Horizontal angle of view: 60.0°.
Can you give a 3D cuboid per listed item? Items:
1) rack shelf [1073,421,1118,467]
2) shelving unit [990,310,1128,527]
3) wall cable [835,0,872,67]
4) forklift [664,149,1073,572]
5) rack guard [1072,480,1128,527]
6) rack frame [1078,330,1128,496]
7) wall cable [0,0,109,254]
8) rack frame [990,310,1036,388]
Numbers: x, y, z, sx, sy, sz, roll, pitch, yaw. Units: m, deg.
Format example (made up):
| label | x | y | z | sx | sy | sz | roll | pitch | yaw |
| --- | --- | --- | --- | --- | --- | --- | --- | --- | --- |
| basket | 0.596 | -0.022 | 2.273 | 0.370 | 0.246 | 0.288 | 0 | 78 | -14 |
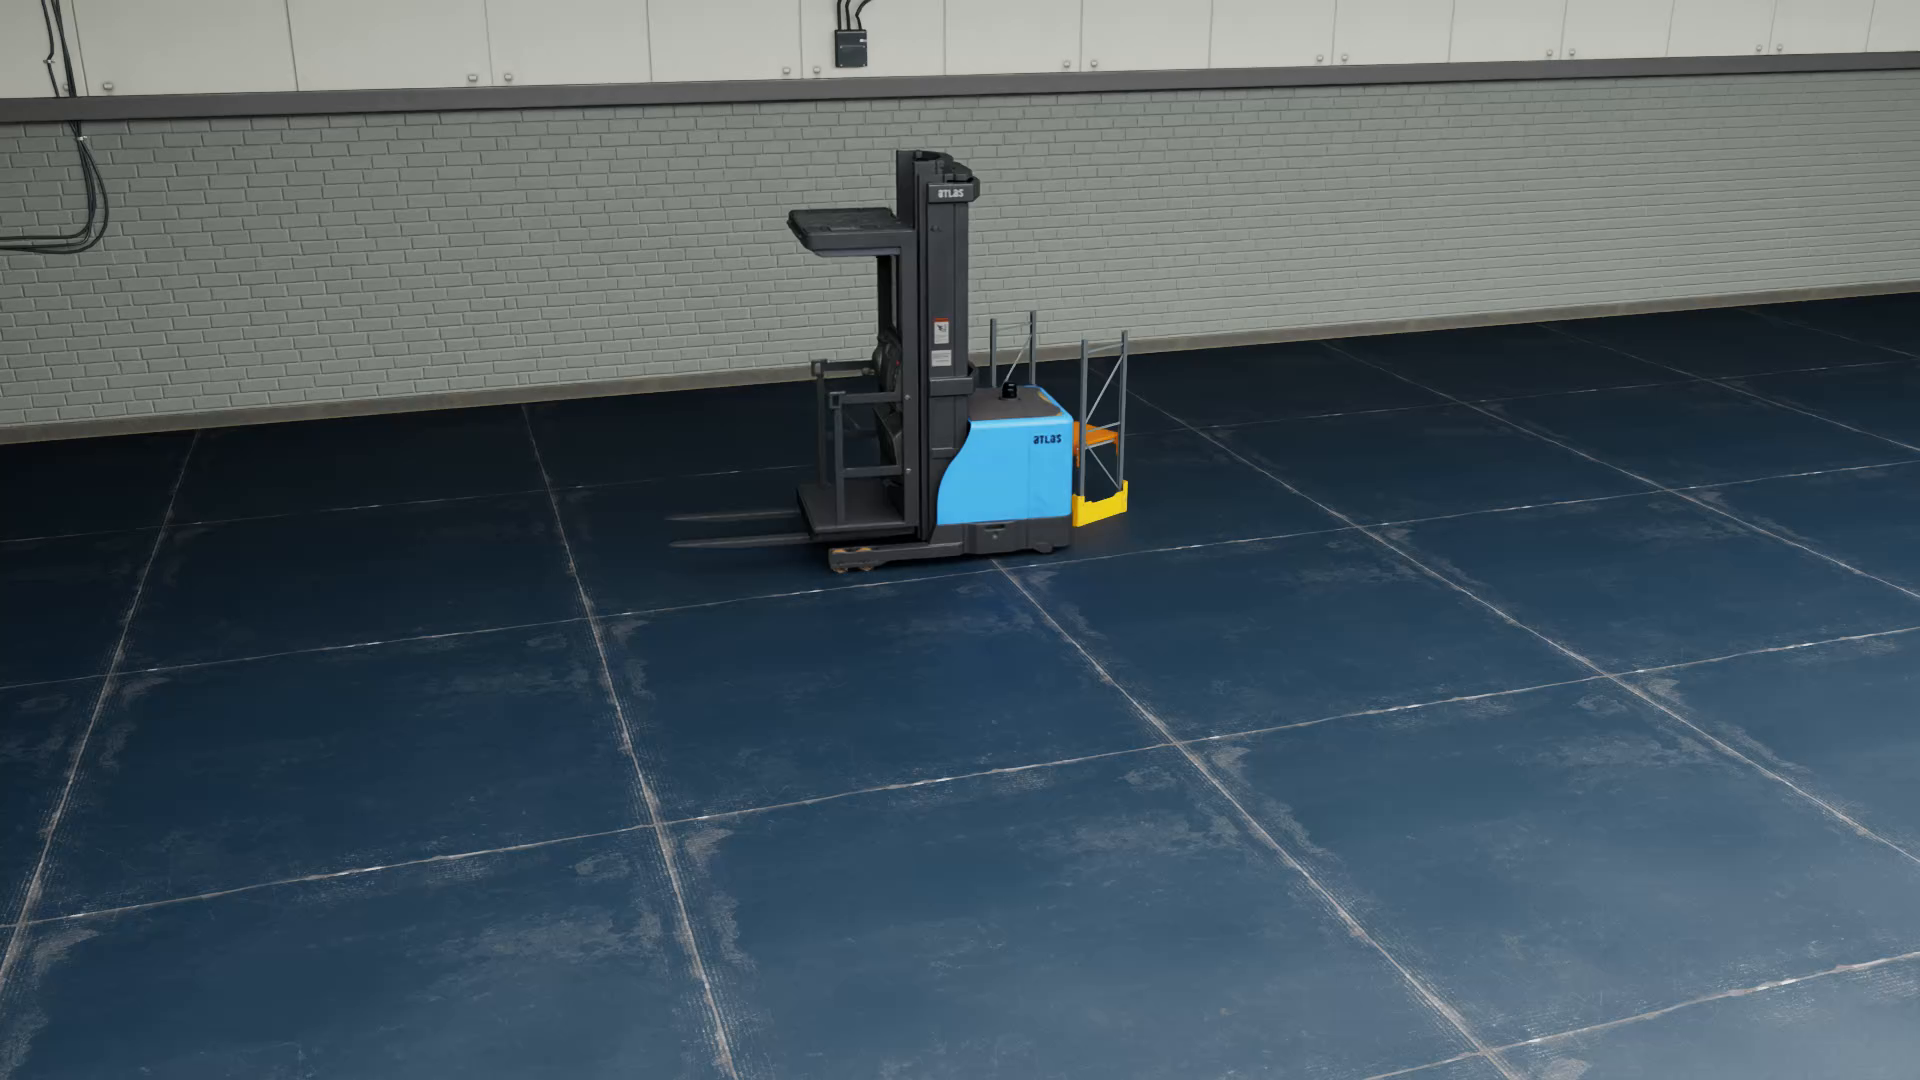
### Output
| label | x | y | z | sx | sy | sz | roll | pitch | yaw |
| --- | --- | --- | --- | --- | --- | --- | --- | --- | --- |
| rack shelf | 0.782 | -0.844 | 13.580 | 0.538 | 0.185 | 1.000 | -17 | 26 | -40 |
| shelving unit | 0.788 | -1.011 | 13.513 | 0.587 | 1.500 | 1.083 | -17 | 26 | -40 |
| wall cable | -0.134 | -7.681 | 15.959 | 2.305 | 6.003 | 0.169 | -6 | 21 | -17 |
| forklift | -0.715 | -1.337 | 12.303 | 3.031 | 2.935 | 1.130 | -4 | 20 | -11 |
| rack guard | 1.125 | -0.299 | 13.380 | 0.587 | 0.250 | 0.087 | -17 | 26 | -40 |
| rack frame | 1.126 | -0.887 | 13.168 | 0.500 | 1.500 | 0.032 | -17 | 26 | -40 |
| wall cable | -9.152 | -3.616 | 14.265 | 3.097 | 2.526 | 0.112 | -6 | 21 | -17 |
| rack frame | 0.438 | -1.140 | 13.871 | 0.500 | 1.500 | 0.032 | -17 | 26 | -40 |
